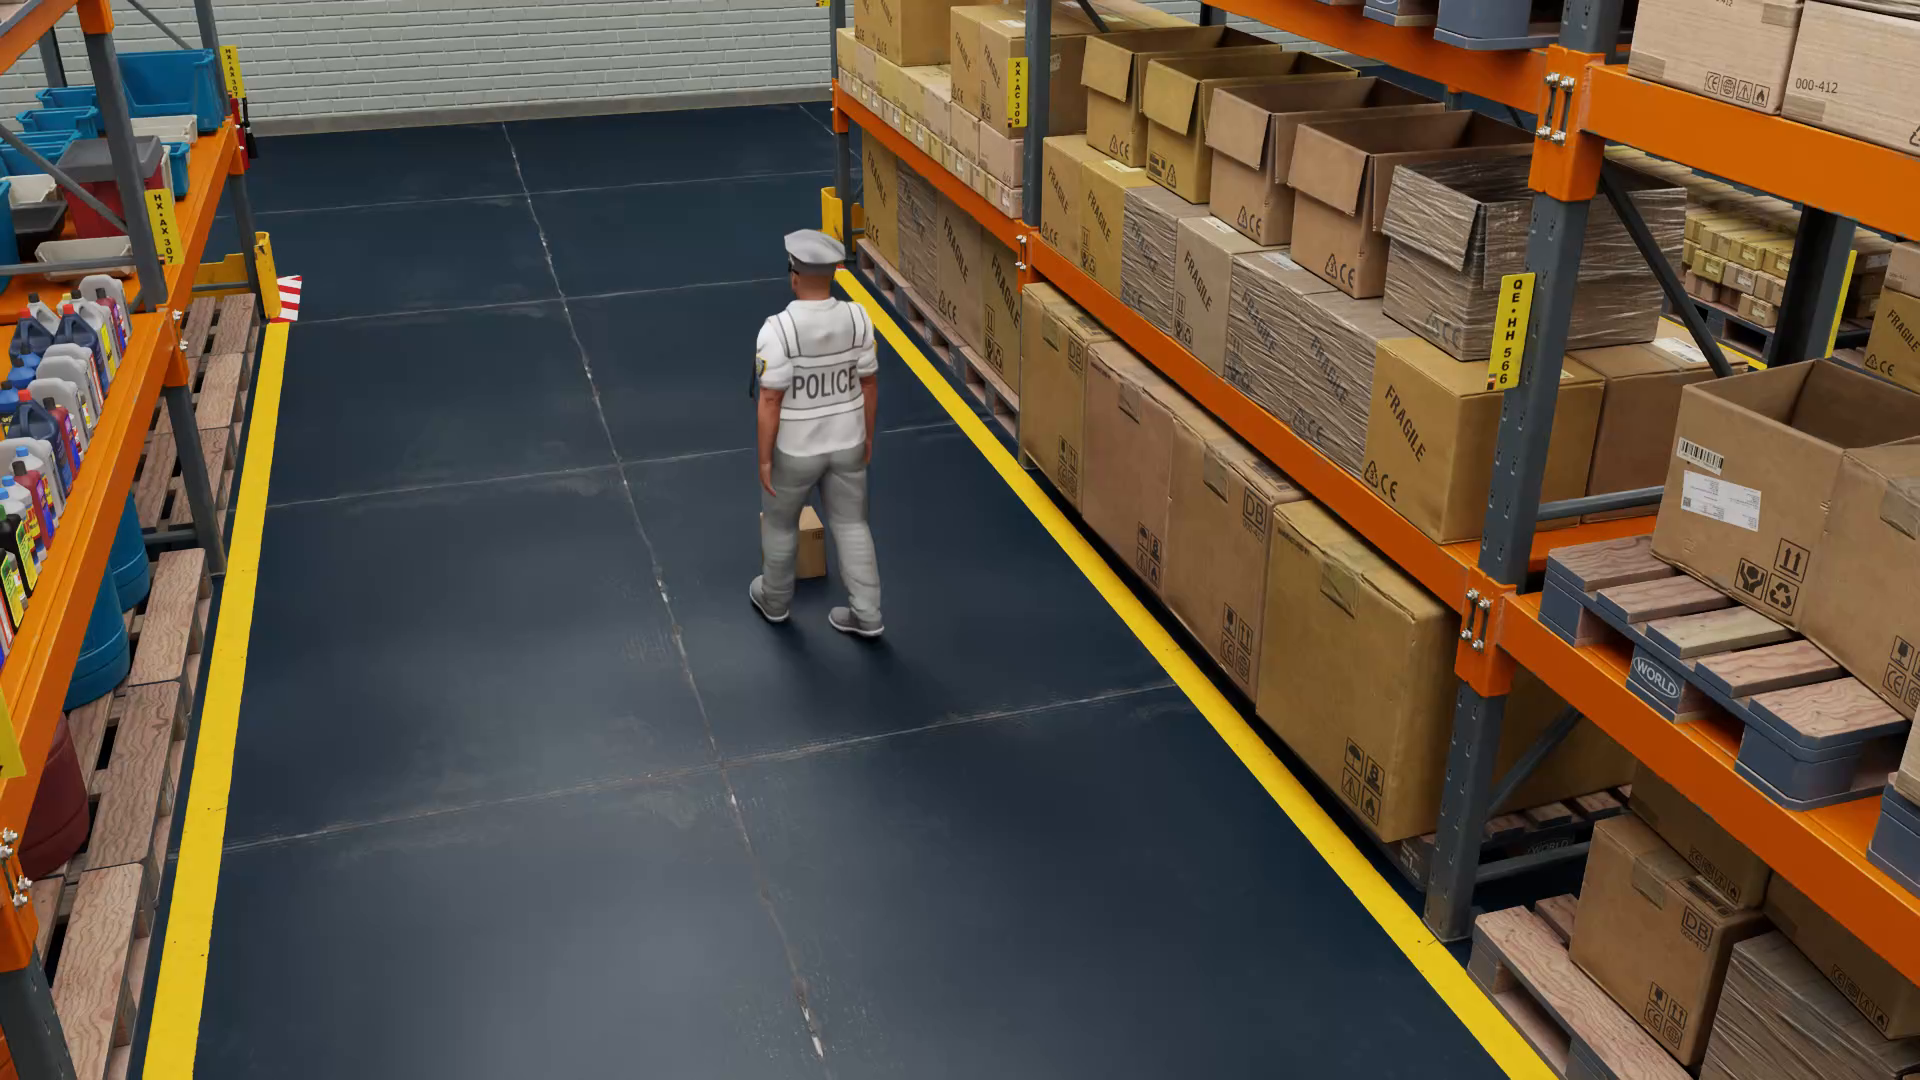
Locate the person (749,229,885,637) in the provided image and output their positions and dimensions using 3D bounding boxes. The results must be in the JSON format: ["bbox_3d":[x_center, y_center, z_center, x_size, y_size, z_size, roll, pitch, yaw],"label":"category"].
[{"bbox_3d":[-0.641,-0.442,6.988,0.548,1.761,0.697,-14,29,-26],"label":"person"}]
